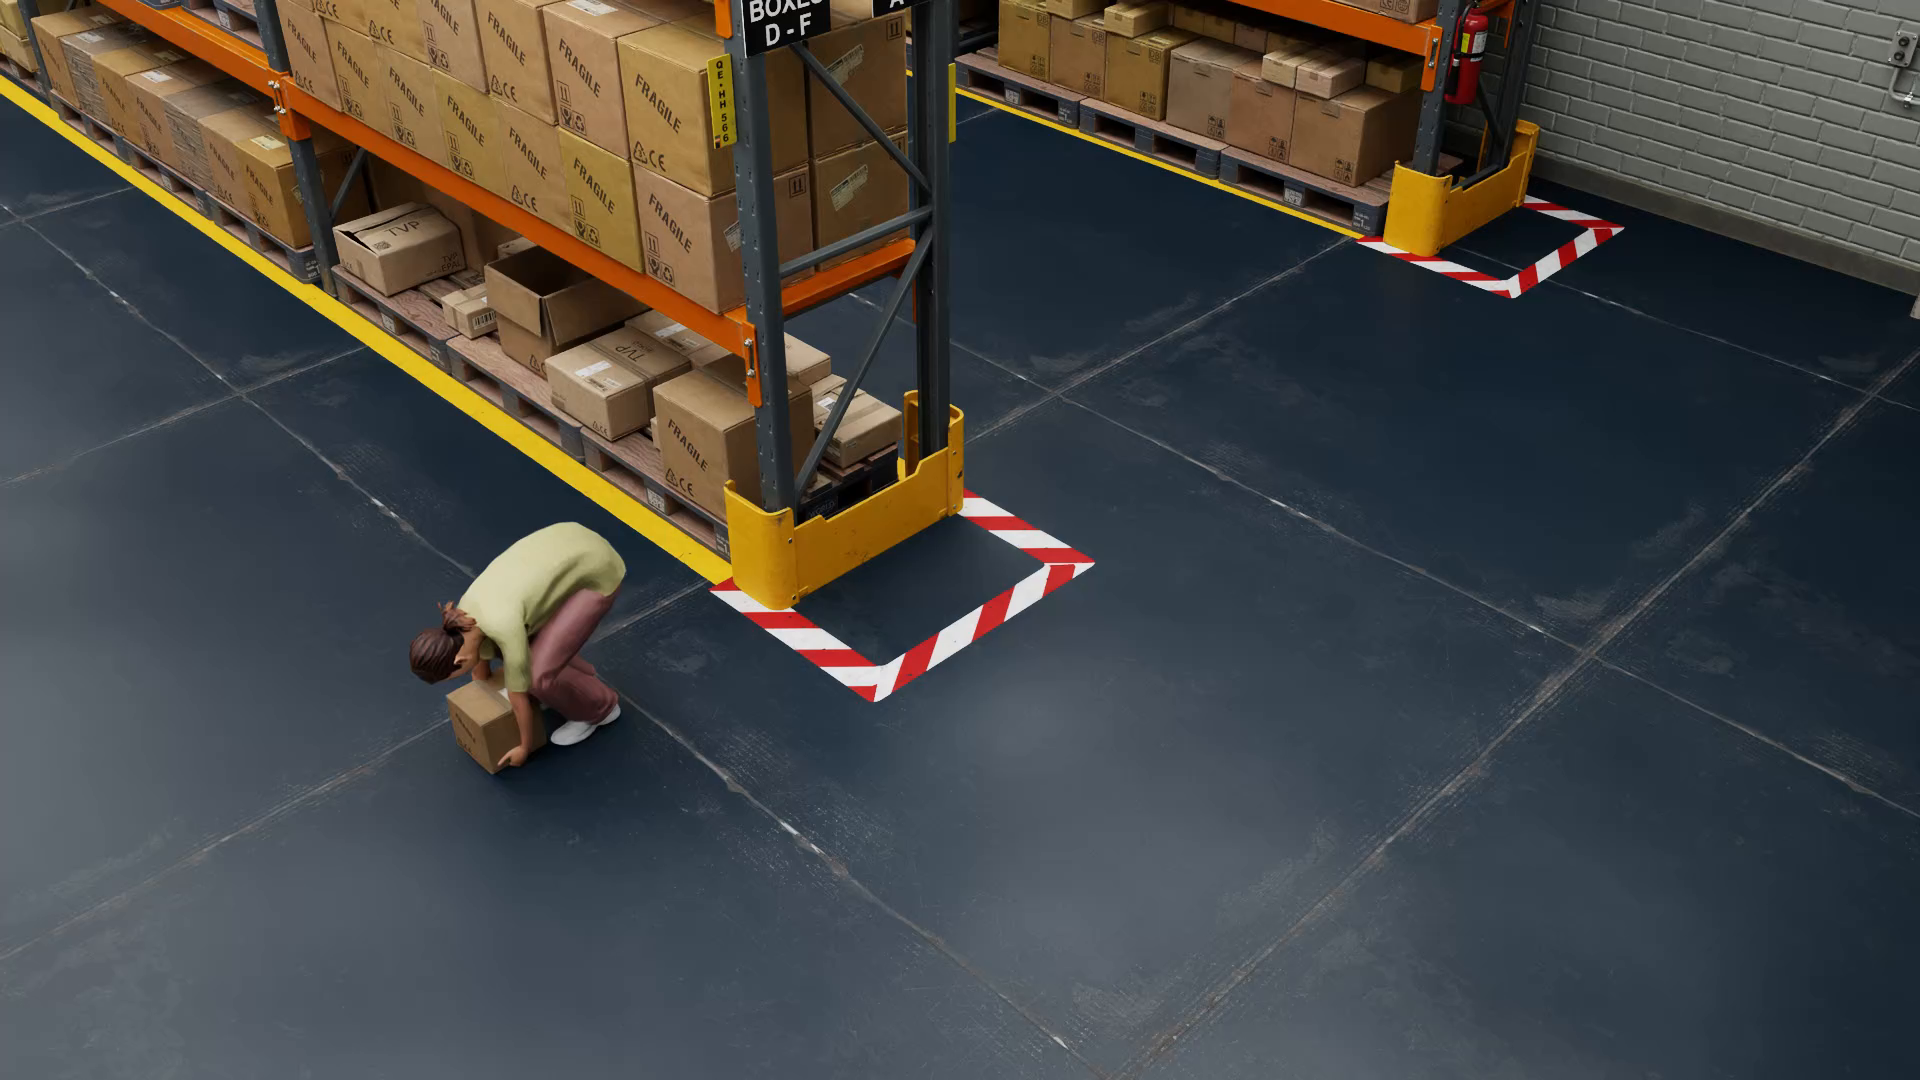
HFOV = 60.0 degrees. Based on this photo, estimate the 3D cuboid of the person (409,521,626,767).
[{"bbox_3d":[-1.654,0.413,6.300,0.858,0.837,0.476,-26,43,-31],"label":"person"}]
